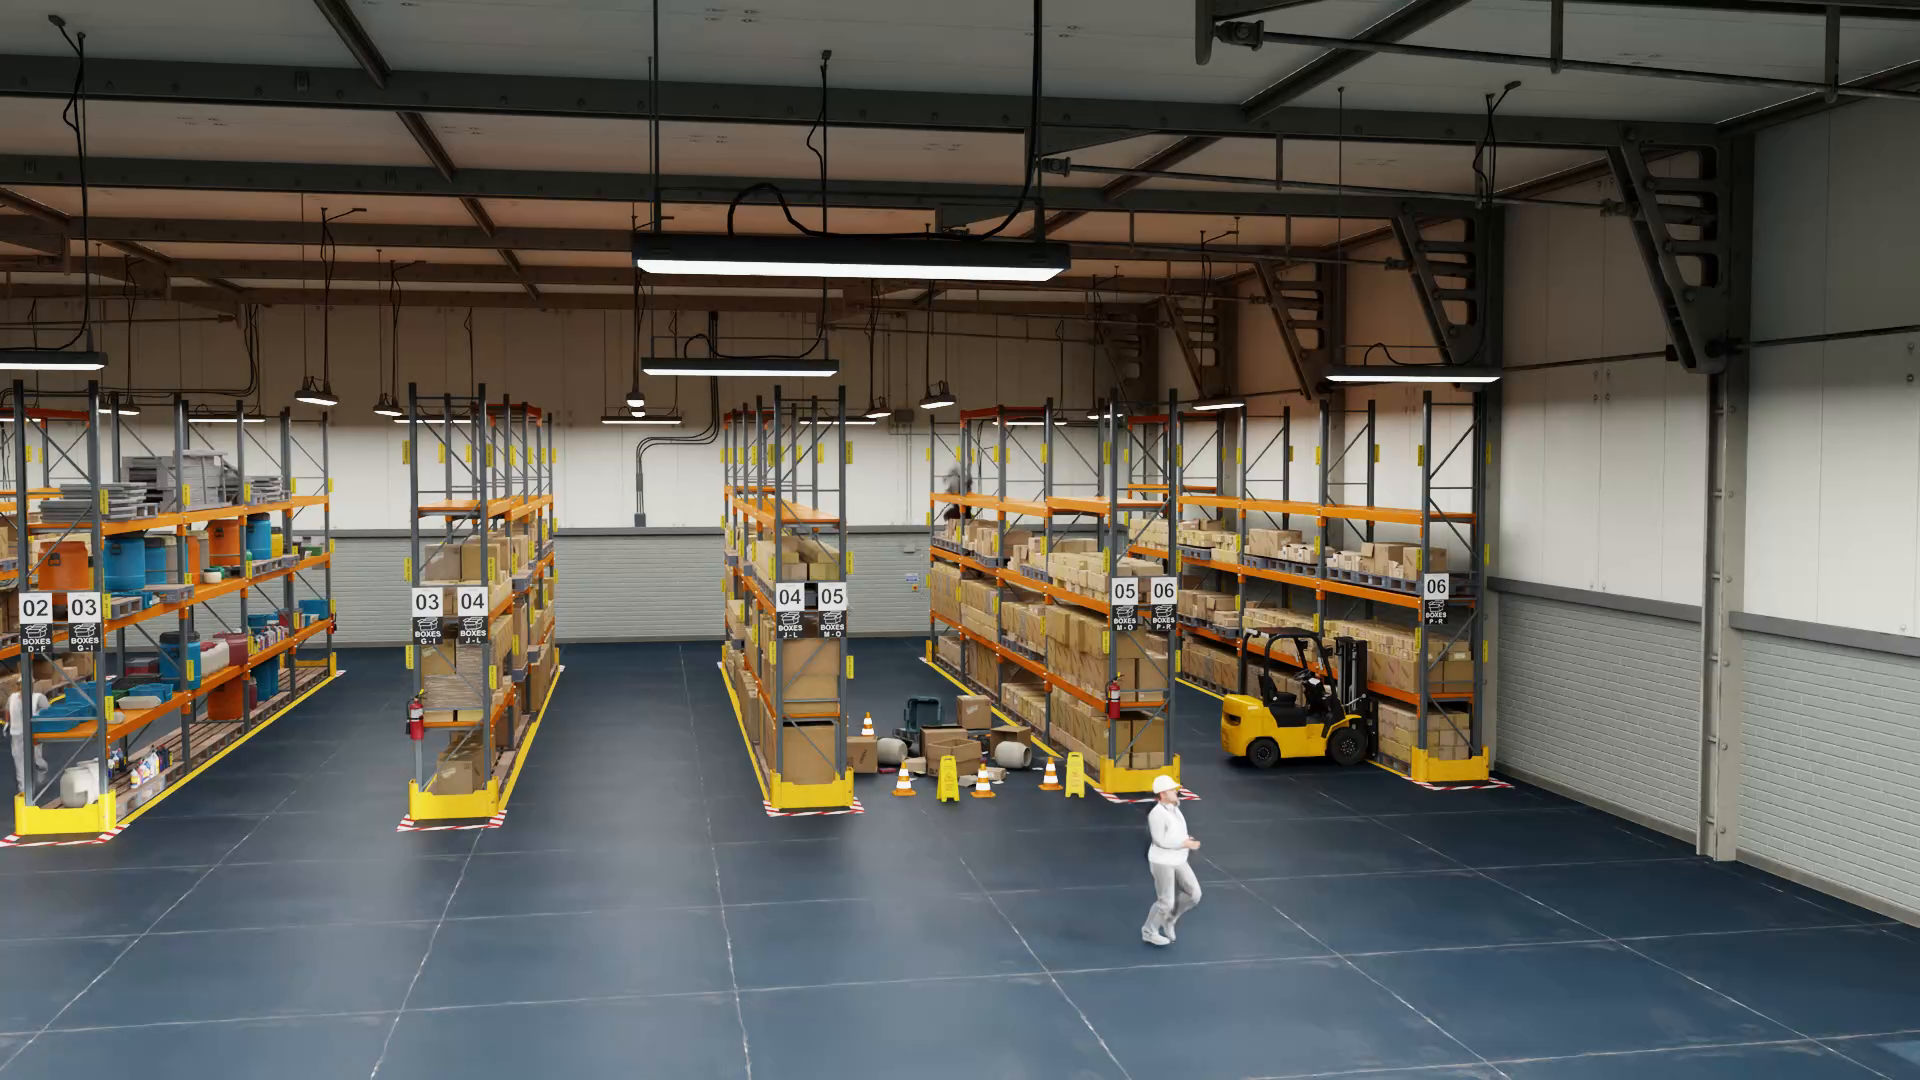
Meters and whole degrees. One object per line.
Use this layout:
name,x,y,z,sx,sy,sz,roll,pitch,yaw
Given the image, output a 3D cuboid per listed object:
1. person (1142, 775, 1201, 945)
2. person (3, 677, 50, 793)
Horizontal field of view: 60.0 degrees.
person,2.161,3.259,16.915,0.641,1.734,0.637,2,3,32
person,-13.763,2.866,24.553,0.689,1.762,0.866,-1,3,-13
